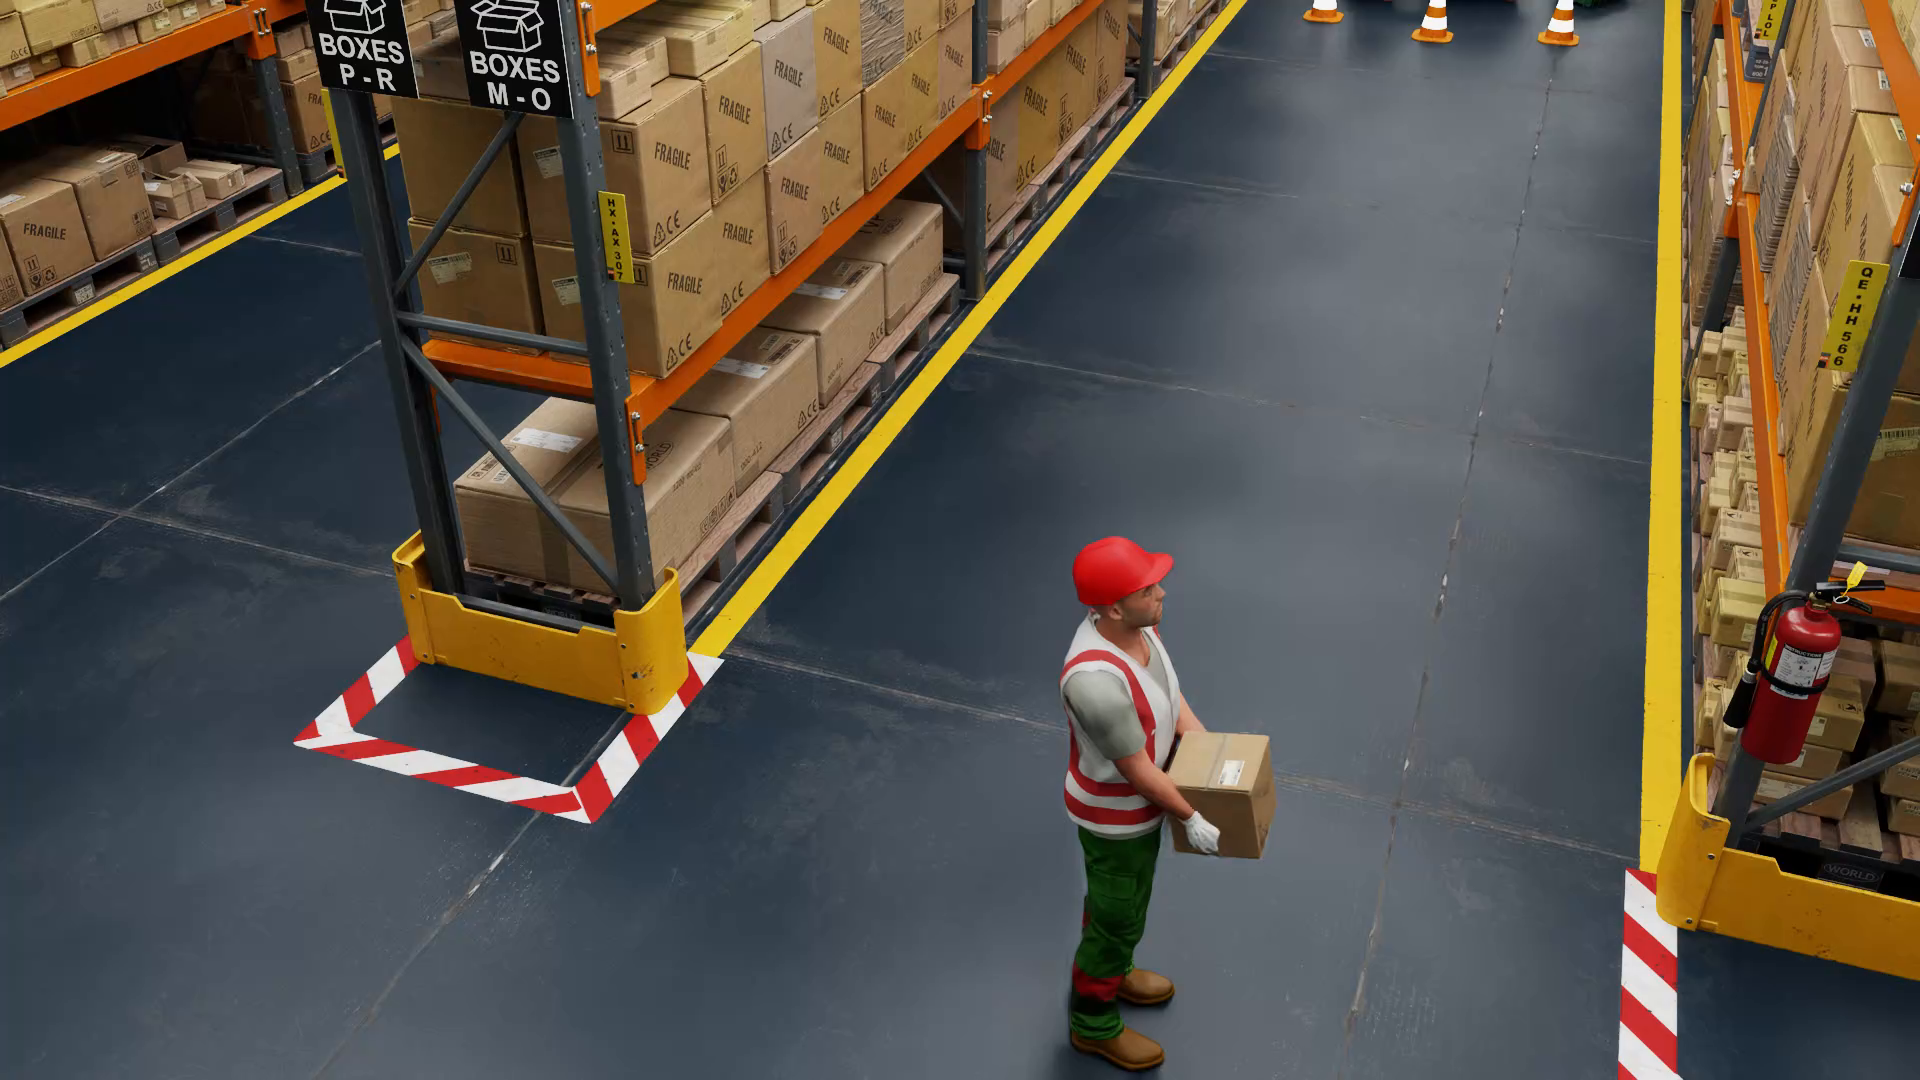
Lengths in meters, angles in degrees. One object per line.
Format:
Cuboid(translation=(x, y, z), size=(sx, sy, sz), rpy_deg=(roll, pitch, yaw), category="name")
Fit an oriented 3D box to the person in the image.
Cuboid(translation=(0.572, 0.780, 4.912), size=(0.556, 1.792, 0.506), rpy_deg=(8, 34, 13), category="person")
